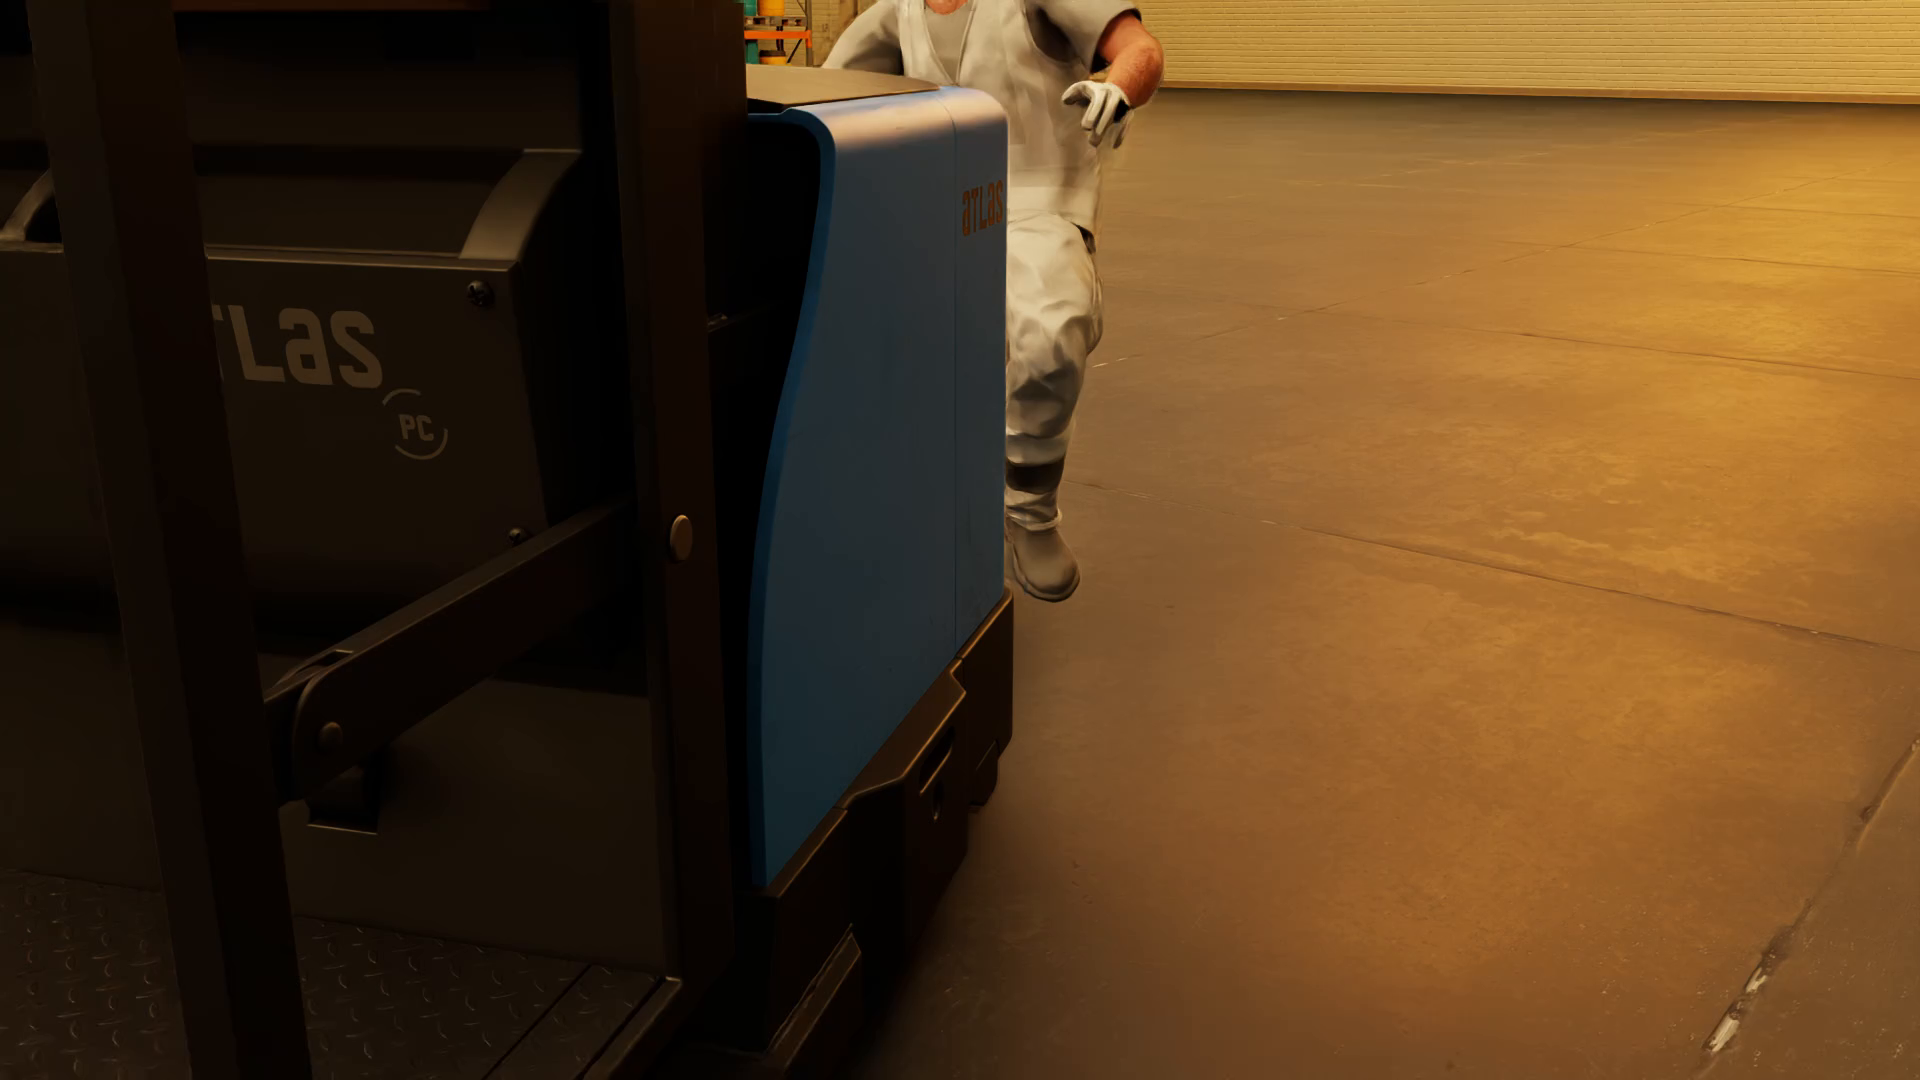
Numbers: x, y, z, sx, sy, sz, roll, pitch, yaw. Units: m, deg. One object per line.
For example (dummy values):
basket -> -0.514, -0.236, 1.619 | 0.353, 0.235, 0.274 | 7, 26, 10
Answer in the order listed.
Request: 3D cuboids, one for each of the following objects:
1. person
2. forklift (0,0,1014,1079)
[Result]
person -> -0.042, -0.635, 3.344 | 0.978, 1.569, 0.787 | 11, 20, 32
forklift -> -0.814, -0.663, 1.081 | 1.130, 2.935, 3.031 | 5, 18, 15
